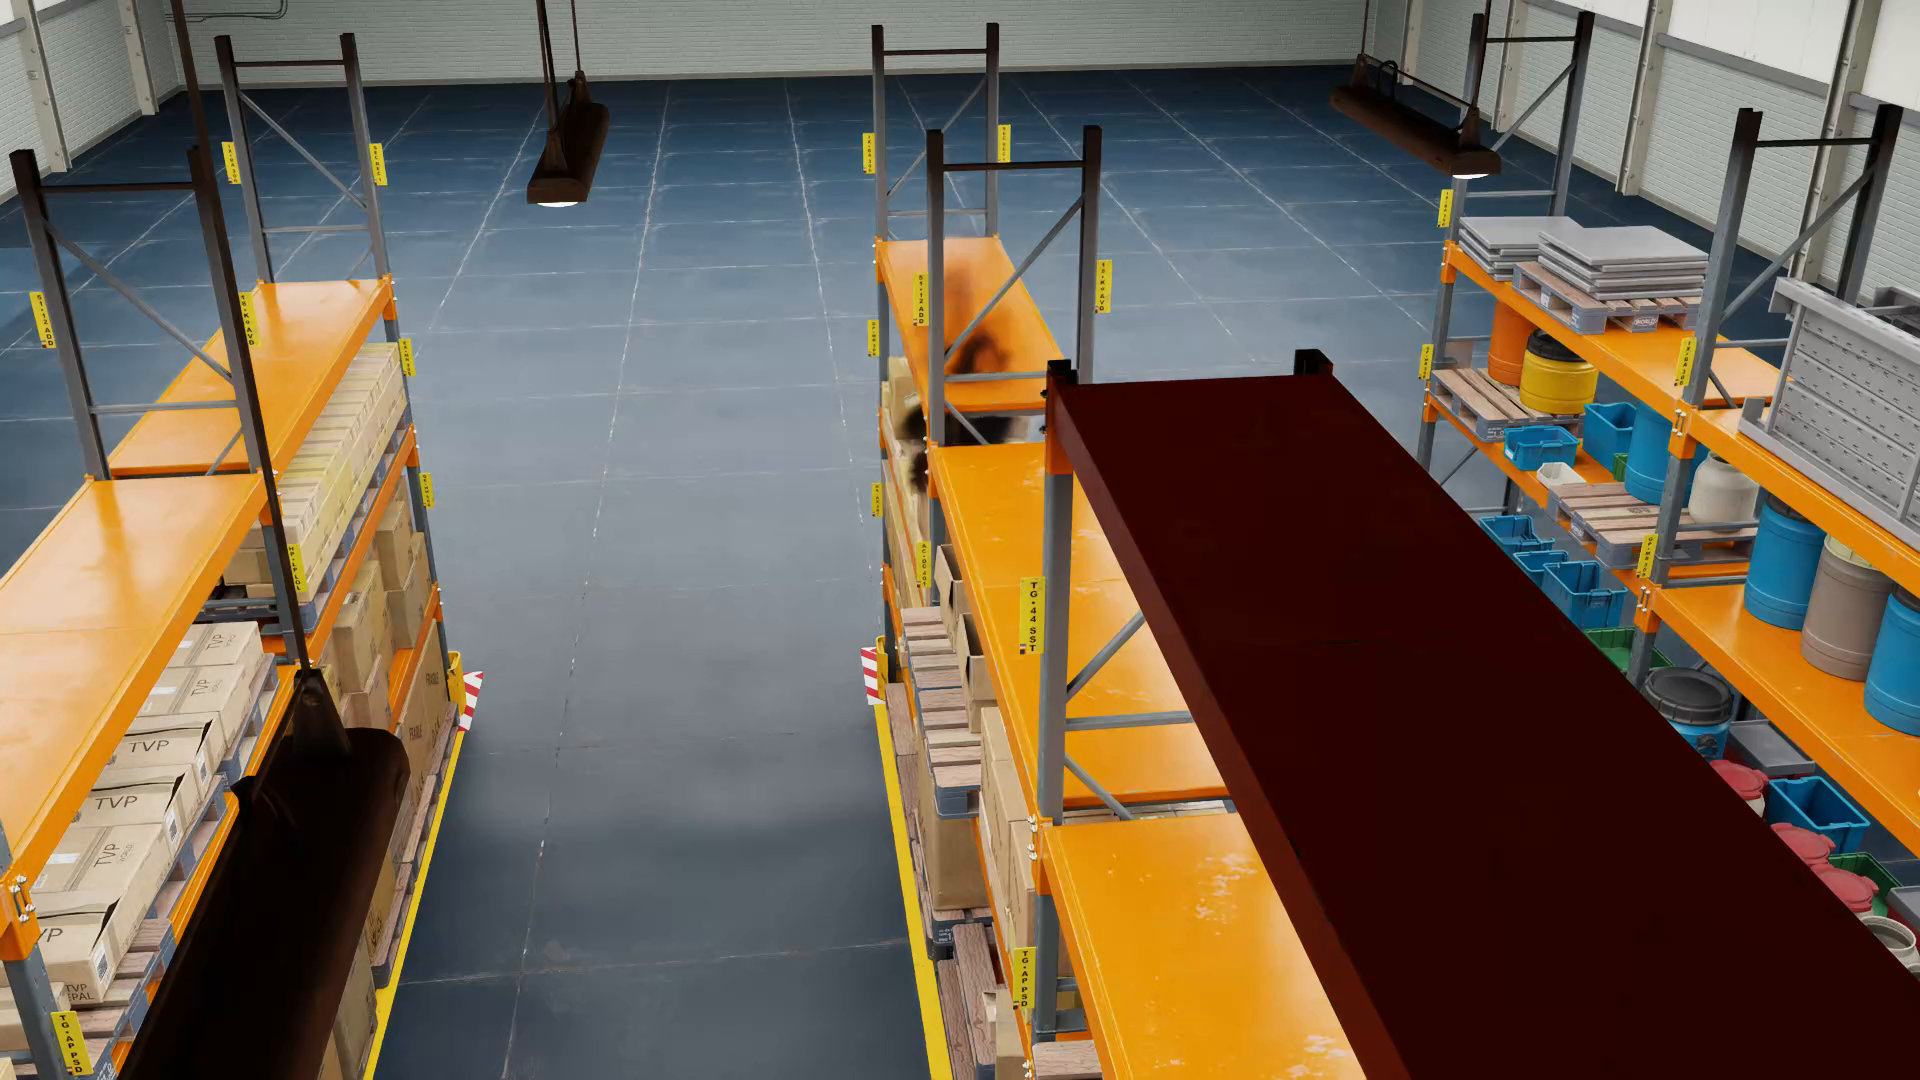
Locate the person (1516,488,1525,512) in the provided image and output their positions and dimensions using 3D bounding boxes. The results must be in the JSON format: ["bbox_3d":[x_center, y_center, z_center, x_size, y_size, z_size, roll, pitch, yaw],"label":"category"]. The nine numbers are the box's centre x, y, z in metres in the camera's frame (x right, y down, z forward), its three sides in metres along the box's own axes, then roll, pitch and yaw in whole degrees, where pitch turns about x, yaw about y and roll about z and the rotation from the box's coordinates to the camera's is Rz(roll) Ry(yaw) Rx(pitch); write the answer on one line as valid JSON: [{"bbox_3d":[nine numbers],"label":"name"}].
[{"bbox_3d":[6.554,-0.983,18.739,0.777,1.600,0.530,12,28,24],"label":"person"}]
